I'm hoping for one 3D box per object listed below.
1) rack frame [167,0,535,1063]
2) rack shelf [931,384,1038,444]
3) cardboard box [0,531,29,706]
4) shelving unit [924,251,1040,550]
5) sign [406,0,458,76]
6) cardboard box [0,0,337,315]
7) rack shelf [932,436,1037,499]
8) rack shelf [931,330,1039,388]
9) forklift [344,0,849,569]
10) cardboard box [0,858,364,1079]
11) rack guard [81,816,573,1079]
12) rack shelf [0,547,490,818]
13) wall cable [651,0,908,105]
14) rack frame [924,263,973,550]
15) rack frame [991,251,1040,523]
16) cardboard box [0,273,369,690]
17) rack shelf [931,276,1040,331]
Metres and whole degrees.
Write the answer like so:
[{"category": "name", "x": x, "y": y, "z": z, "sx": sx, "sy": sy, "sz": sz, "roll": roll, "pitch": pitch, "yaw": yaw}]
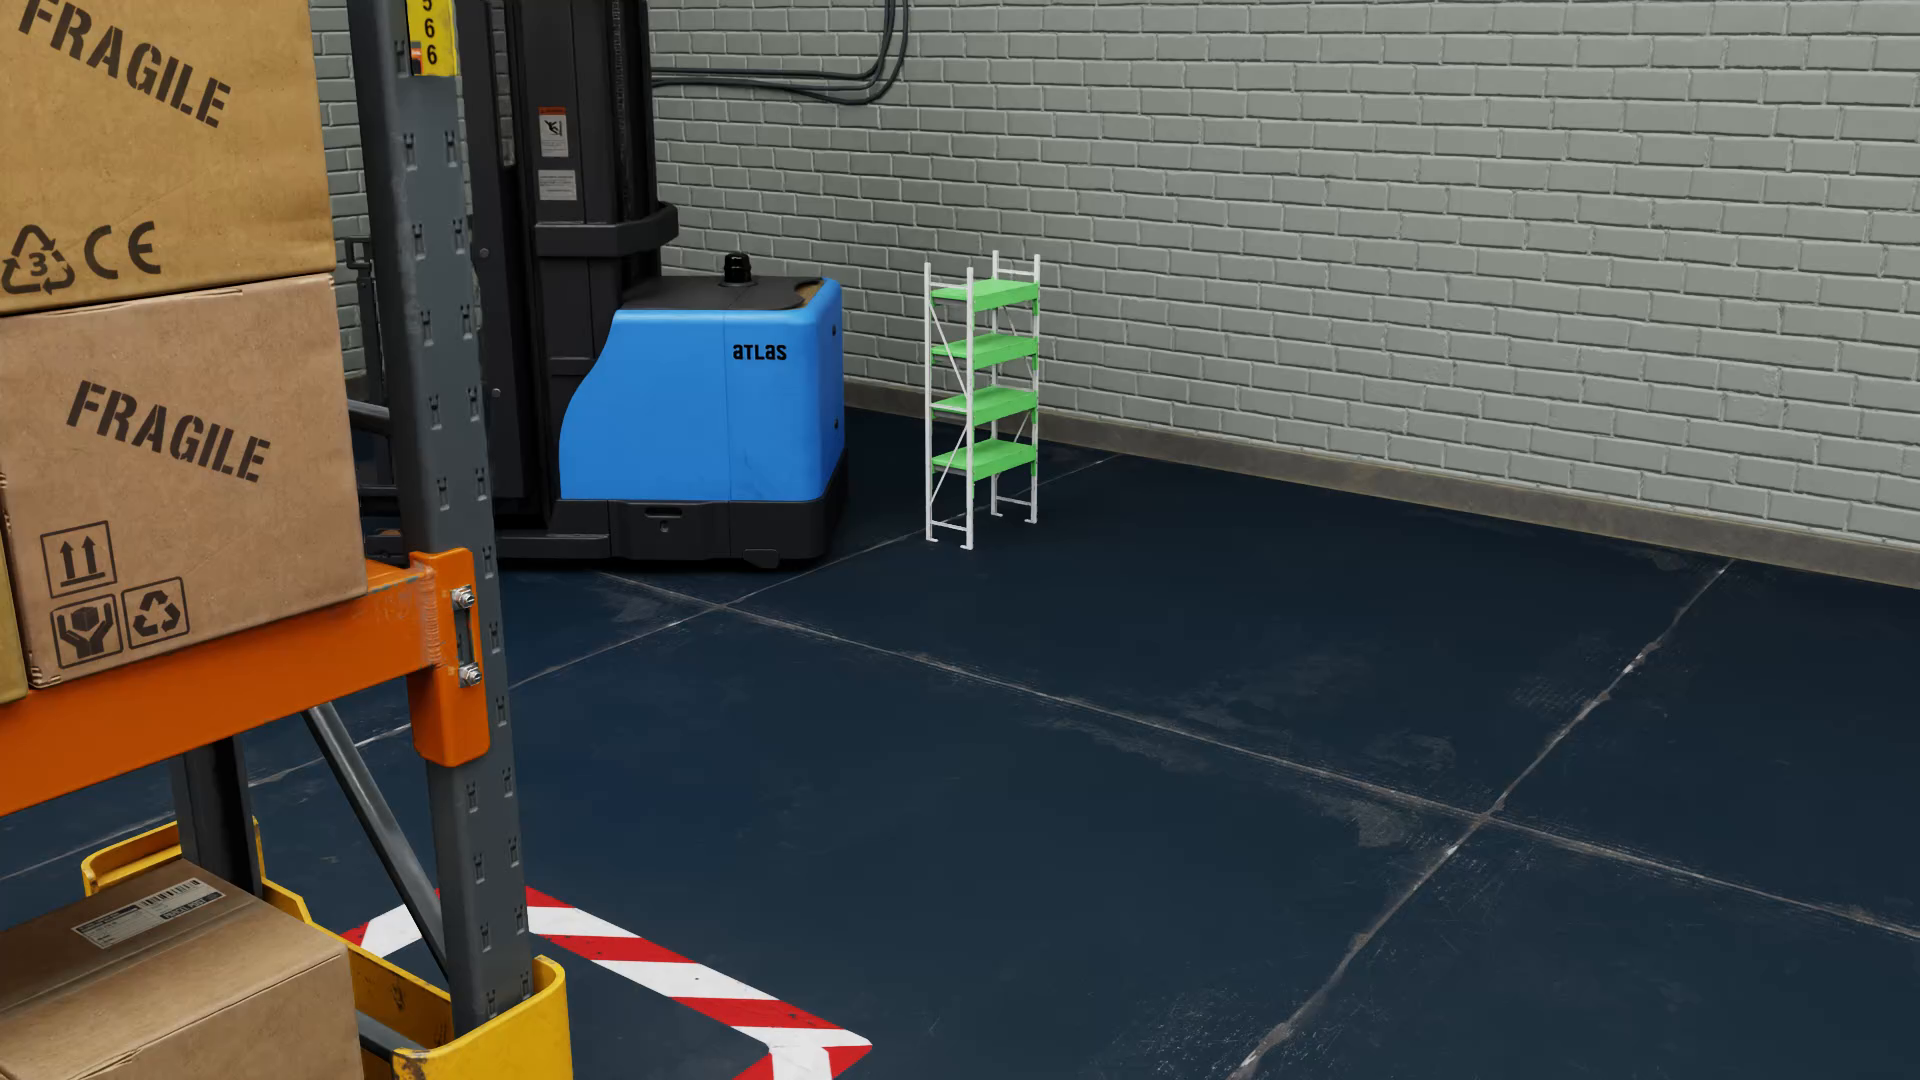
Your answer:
[{"category": "rack frame", "x": -1.216, "y": -0.247, "z": 2.981, "sx": 1.000, "sy": 3.000, "sz": 0.127, "roll": 12, "pitch": 21, "yaw": 35}, {"category": "rack shelf", "x": 0.099, "y": -0.551, "z": 7.212, "sx": 0.258, "sy": 0.148, "sz": 0.480, "roll": 12, "pitch": 21, "yaw": 35}, {"category": "cardboard box", "x": -1.571, "y": -0.016, "z": 2.068, "sx": 0.500, "sy": 0.500, "sz": 0.500, "roll": 13, "pitch": 21, "yaw": 35}, {"category": "shelving unit", "x": 0.099, "y": -0.612, "z": 7.193, "sx": 0.258, "sy": 1.200, "sz": 0.503, "roll": 12, "pitch": 21, "yaw": 35}, {"category": "sign", "x": -0.782, "y": -0.848, "z": 2.431, "sx": 0.100, "sy": 0.325, "sz": 0.005, "roll": 12, "pitch": 21, "yaw": 35}, {"category": "cardboard box", "x": -1.261, "y": -0.618, "z": 2.320, "sx": 0.500, "sy": 0.500, "sz": 0.500, "roll": 12, "pitch": 21, "yaw": 34}, {"category": "rack shelf", "x": 0.099, "y": -0.322, "z": 7.283, "sx": 0.258, "sy": 0.148, "sz": 0.480, "roll": 12, "pitch": 21, "yaw": 35}, {"category": "rack shelf", "x": 0.099, "y": -0.781, "z": 7.141, "sx": 0.258, "sy": 0.148, "sz": 0.480, "roll": 12, "pitch": 21, "yaw": 35}, {"category": "forklift", "x": -2.044, "y": -1.425, "z": 6.892, "sx": 3.031, "sy": 2.935, "sz": 1.130, "roll": 1, "pitch": 17, "yaw": 2}, {"category": "cardboard box", "x": -1.342, "y": 0.910, "z": 2.730, "sx": 0.500, "sy": 0.500, "sz": 0.500, "roll": 12, "pitch": 21, "yaw": 35}, {"category": "rack guard", "x": -1.261, "y": 0.965, "z": 3.294, "sx": 1.175, "sy": 0.500, "sz": 0.348, "roll": 12, "pitch": 21, "yaw": 35}, {"category": "rack shelf", "x": -2.408, "y": 0.573, "z": 1.554, "sx": 1.077, "sy": 0.370, "sz": 4.000, "roll": 12, "pitch": 21, "yaw": 35}, {"category": "wall cable", "x": -1.540, "y": -3.788, "z": 9.503, "sx": 3.097, "sy": 2.526, "sz": 0.112, "roll": 12, "pitch": 21, "yaw": 35}, {"category": "rack frame", "x": -0.047, "y": -0.554, "z": 7.006, "sx": 0.240, "sy": 1.200, "sz": 0.015, "roll": 12, "pitch": 21, "yaw": 35}, {"category": "rack frame", "x": 0.244, "y": -0.671, "z": 7.380, "sx": 0.240, "sy": 1.200, "sz": 0.015, "roll": 12, "pitch": 21, "yaw": 35}, {"category": "cardboard box", "x": -1.264, "y": -0.140, "z": 2.468, "sx": 0.500, "sy": 0.500, "sz": 0.500, "roll": 13, "pitch": 22, "yaw": 36}, {"category": "rack shelf", "x": 0.099, "y": -1.010, "z": 7.069, "sx": 0.258, "sy": 0.148, "sz": 0.480, "roll": 12, "pitch": 21, "yaw": 35}]
